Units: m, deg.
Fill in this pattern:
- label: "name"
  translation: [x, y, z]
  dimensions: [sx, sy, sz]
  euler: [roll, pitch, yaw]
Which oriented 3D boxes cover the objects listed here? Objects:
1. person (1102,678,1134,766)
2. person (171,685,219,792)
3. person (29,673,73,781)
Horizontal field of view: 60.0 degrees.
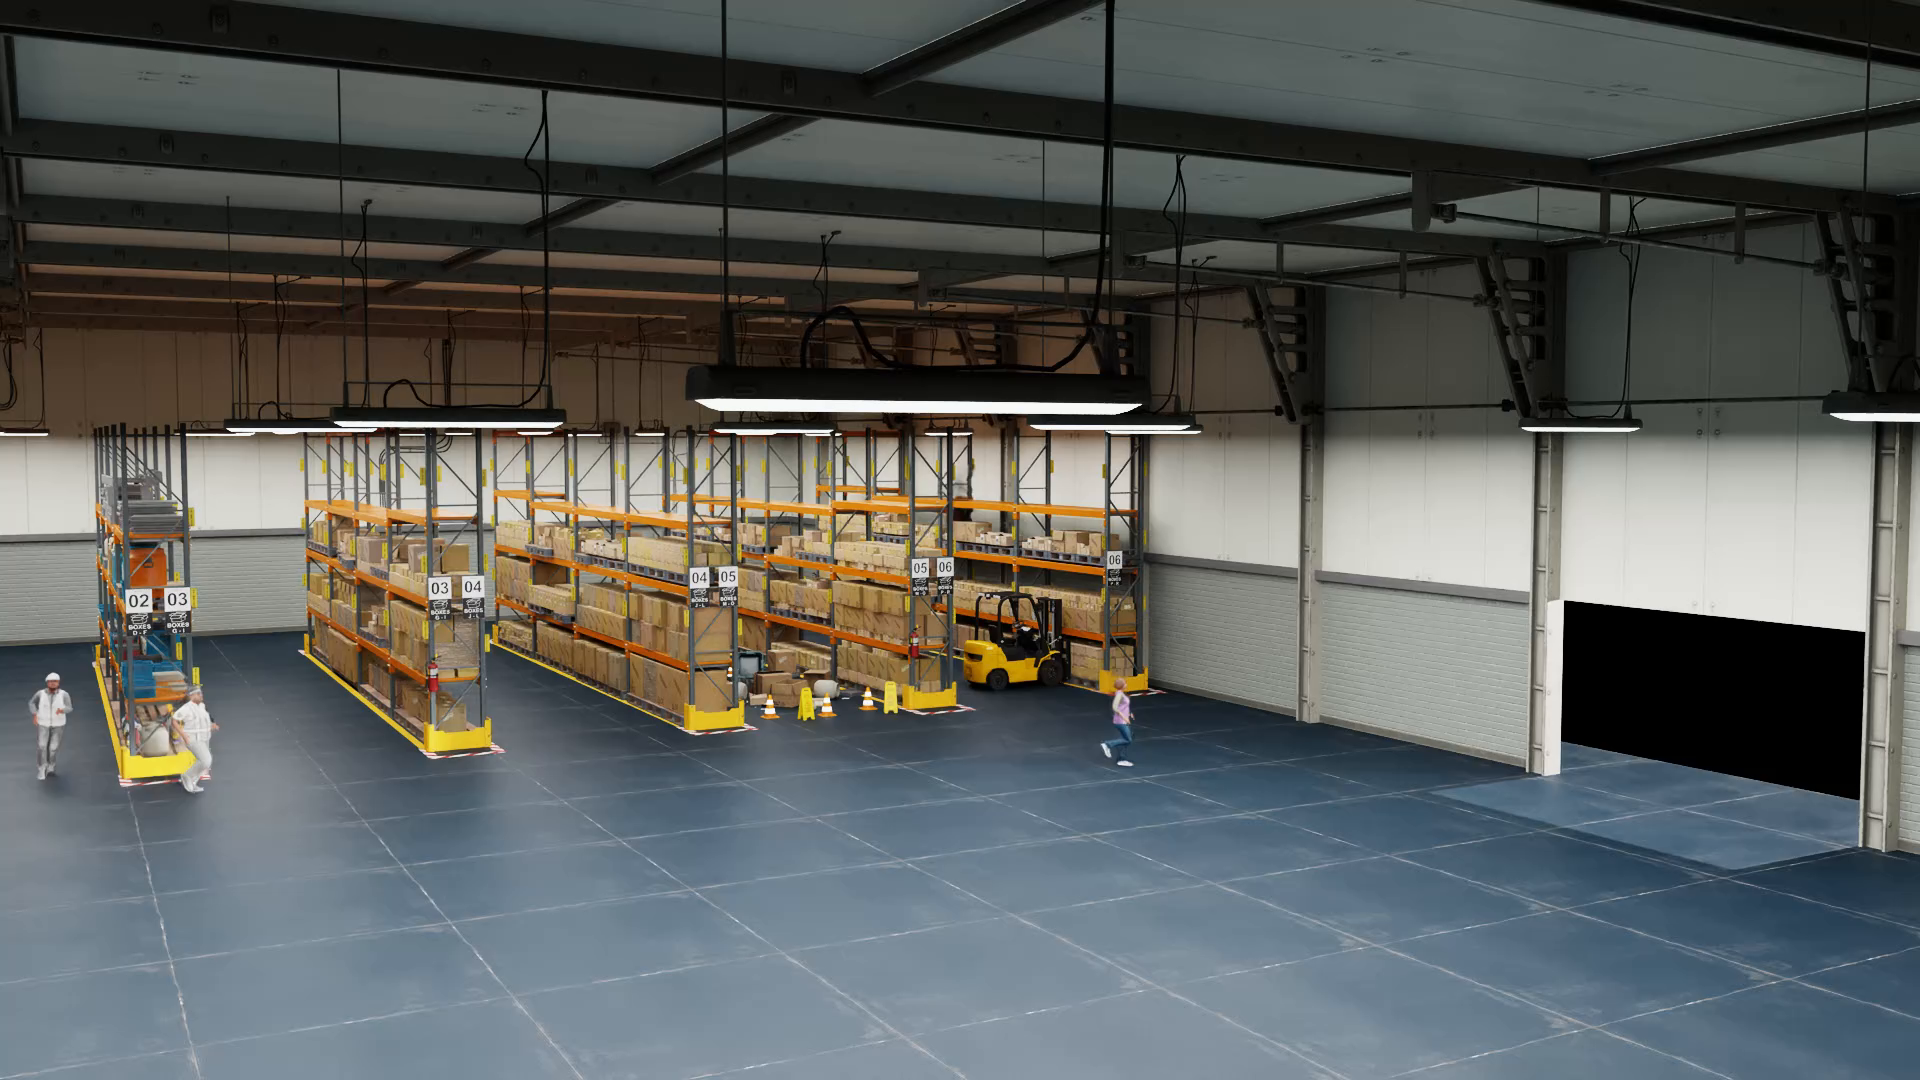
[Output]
- label: "person"
  translation: [2.769, 3.187, 29.139]
  dimensions: [0.549, 1.558, 0.537]
  euler: [0, 3, 8]
- label: "person"
  translation: [-12.290, 3.213, 26.881]
  dimensions: [0.611, 1.741, 0.651]
  euler: [0, 3, 6]
- label: "person"
  translation: [-15.432, 3.160, 28.176]
  dimensions: [0.576, 1.825, 0.763]
  euler: [-2, 4, -31]
